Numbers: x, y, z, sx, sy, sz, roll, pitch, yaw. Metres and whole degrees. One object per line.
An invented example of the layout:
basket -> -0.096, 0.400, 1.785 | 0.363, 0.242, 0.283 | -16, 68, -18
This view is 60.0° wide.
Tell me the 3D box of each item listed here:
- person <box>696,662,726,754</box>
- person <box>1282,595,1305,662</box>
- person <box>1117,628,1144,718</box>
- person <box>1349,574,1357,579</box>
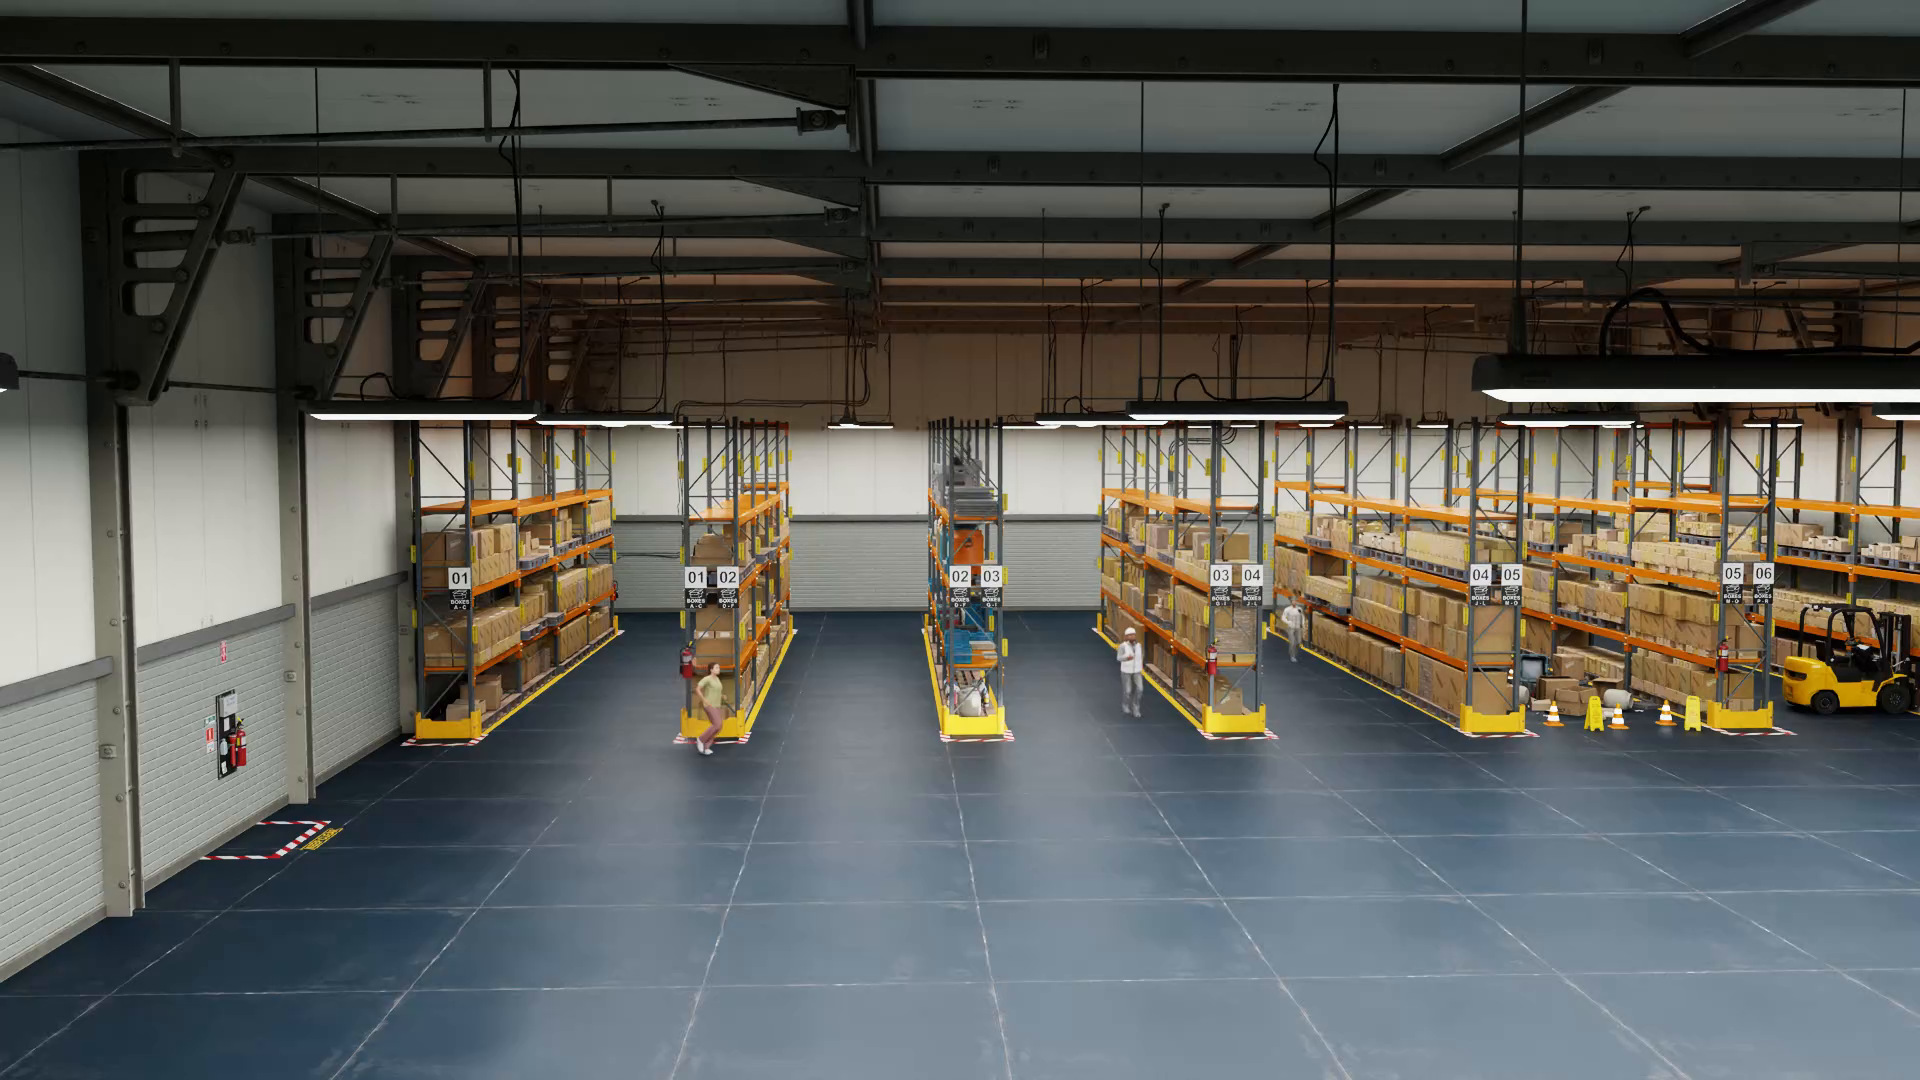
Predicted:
person -> -4.396, 2.995, 29.614 | 0.495, 1.585, 0.588 | 2, 4, 22
person -> 8.336, 2.200, 41.494 | 0.614, 1.658, 0.550 | 0, 4, -6
person -> 3.448, 2.666, 33.359 | 0.637, 1.814, 0.711 | -1, 4, -10
person -> 11.730, 1.712, 49.217 | 0.759, 1.640, 0.613 | 0, 4, 4
